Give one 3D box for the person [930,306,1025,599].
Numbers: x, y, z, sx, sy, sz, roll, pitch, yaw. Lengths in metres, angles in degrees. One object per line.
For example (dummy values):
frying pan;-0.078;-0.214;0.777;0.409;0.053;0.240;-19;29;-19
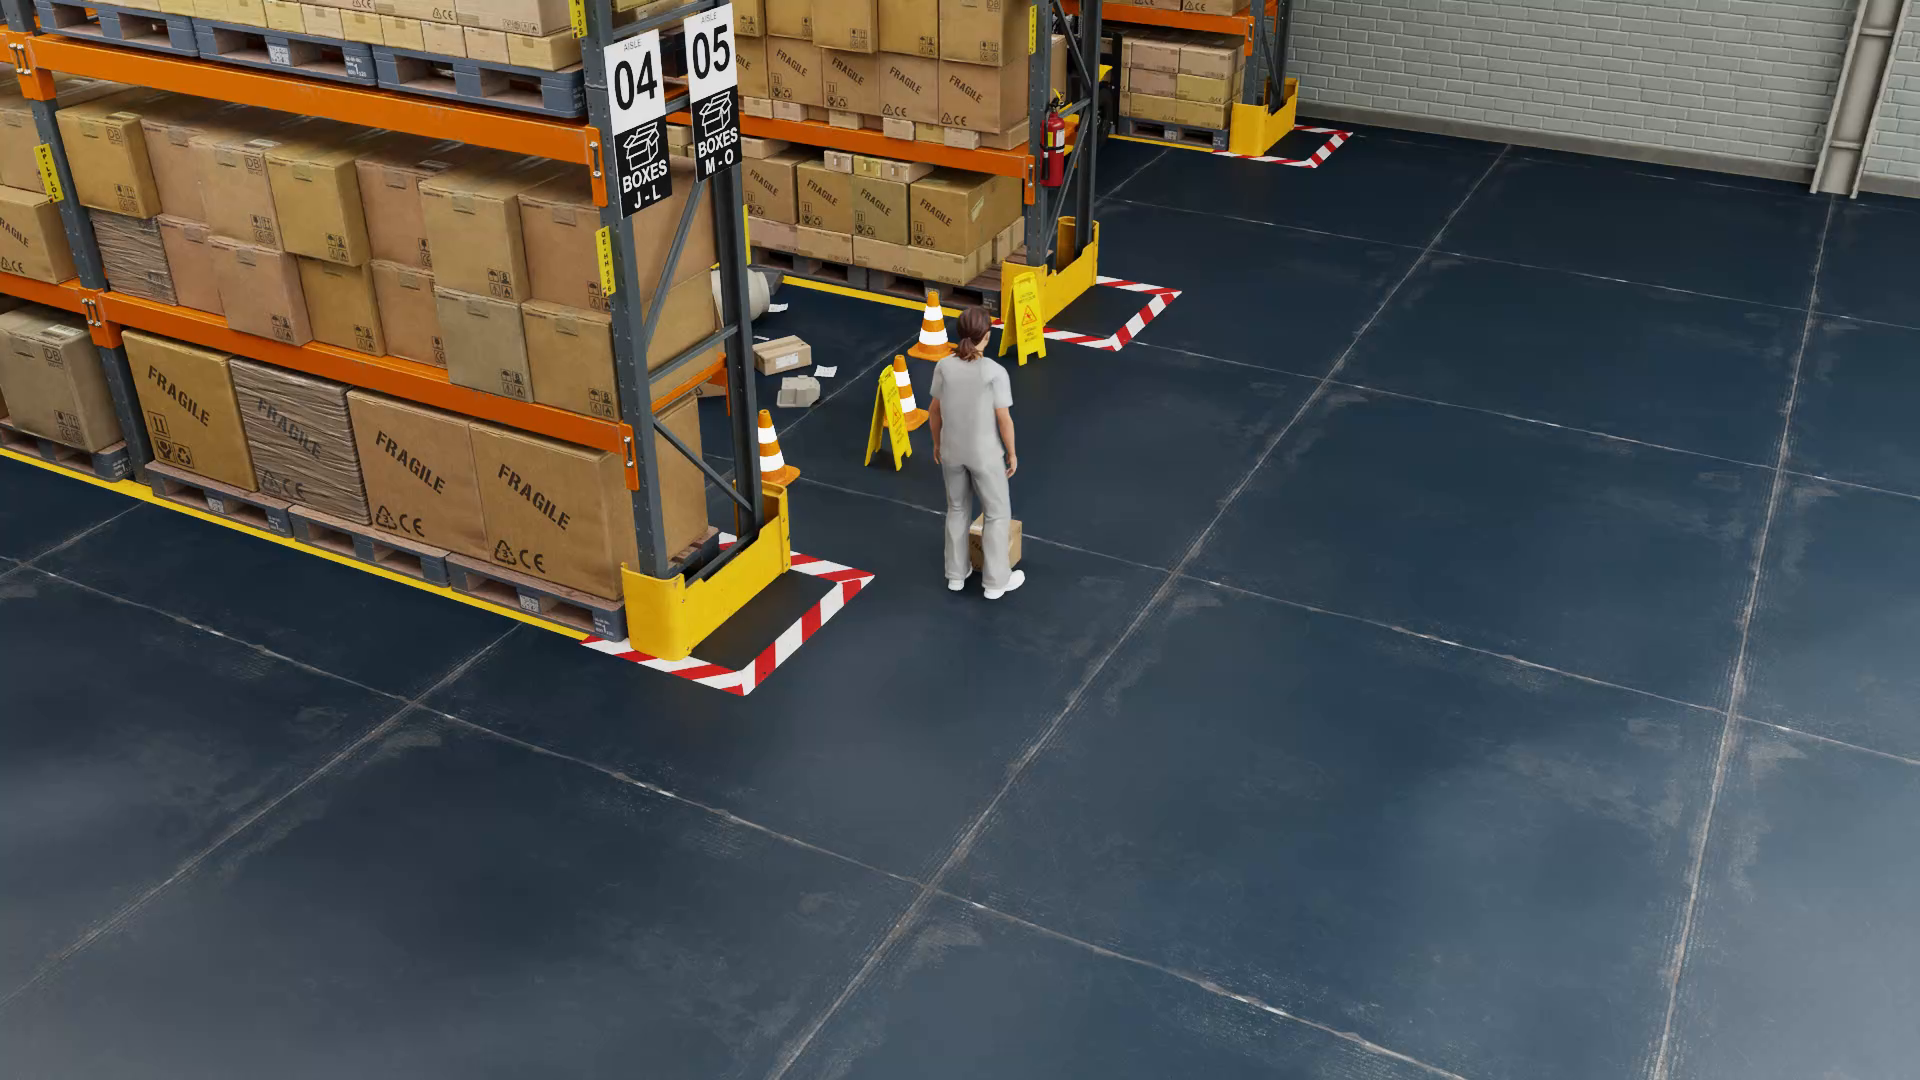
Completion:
person;0.082;-0.474;9.102;0.512;1.673;0.350;13;33;21
